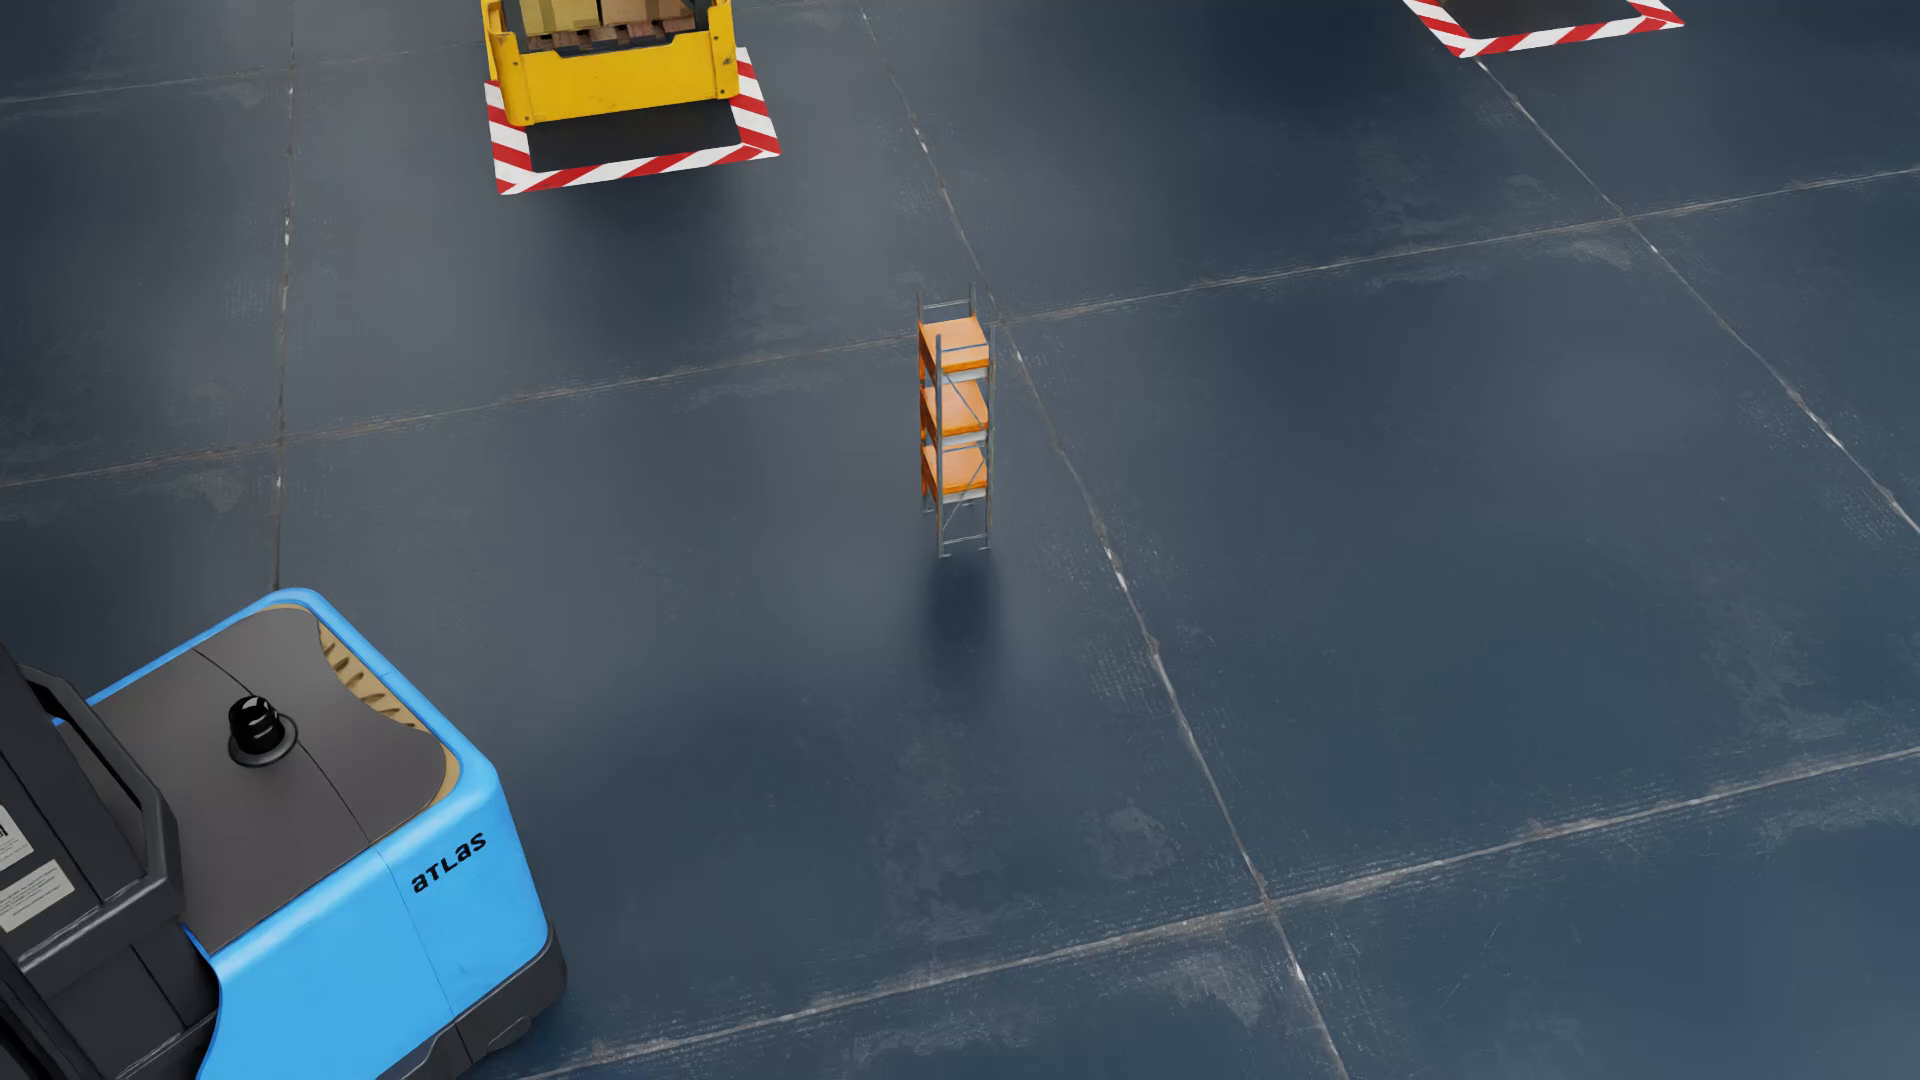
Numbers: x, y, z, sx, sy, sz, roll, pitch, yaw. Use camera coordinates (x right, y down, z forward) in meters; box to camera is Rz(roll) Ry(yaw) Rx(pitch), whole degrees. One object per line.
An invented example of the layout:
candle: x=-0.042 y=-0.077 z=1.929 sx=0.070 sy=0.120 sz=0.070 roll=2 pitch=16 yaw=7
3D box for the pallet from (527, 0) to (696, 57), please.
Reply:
pallet: x=-1.962 y=-2.882 z=8.926 sx=1.003 sy=0.211 sz=1.213 roll=-11 pitch=47 yaw=-10

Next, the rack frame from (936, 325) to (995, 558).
rack frame: x=0.018 y=-0.320 z=5.829 sx=0.200 sy=1.050 sz=0.008 roll=-11 pitch=47 yaw=-10

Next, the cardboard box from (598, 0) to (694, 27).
cardboard box: x=-1.648 y=-2.933 z=8.655 sx=0.500 sy=0.250 sz=0.500 roll=-11 pitch=47 yaw=-10

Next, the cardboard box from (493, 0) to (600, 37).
cardboard box: x=-2.148 y=-2.838 z=8.563 sx=0.500 sy=0.250 sz=0.500 roll=-11 pitch=47 yaw=-10

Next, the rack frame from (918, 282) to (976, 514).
rack frame: x=-0.045 y=-0.489 z=5.994 sx=0.200 sy=1.050 sz=0.008 roll=-11 pitch=47 yaw=-10

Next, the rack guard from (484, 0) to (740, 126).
rack guard: x=-1.719 y=-2.446 z=8.297 sx=1.175 sy=0.500 sz=0.348 roll=-11 pitch=47 yaw=-10

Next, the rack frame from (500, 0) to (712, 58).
rack frame: x=-1.725 y=-3.338 z=7.421 sx=1.000 sy=3.000 sz=0.127 roll=-11 pitch=47 yaw=-10

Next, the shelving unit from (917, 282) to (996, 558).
shelving unit: x=-0.014 y=-0.404 z=5.911 sx=0.215 sy=1.050 sz=0.252 roll=-11 pitch=47 yaw=-10

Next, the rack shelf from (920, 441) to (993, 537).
rack shelf: x=-0.014 y=-0.202 z=6.117 sx=0.215 sy=0.259 sz=0.240 roll=-11 pitch=47 yaw=-10

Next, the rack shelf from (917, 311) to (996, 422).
rack shelf: x=-0.014 y=-0.596 z=5.716 sx=0.215 sy=0.259 sz=0.240 roll=-11 pitch=47 yaw=-10

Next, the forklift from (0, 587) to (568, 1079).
forklift: x=-2.546 y=0.823 z=3.391 sx=1.130 sy=2.935 sz=3.031 roll=35 pitch=55 yaw=29

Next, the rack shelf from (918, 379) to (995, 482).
rack shelf: x=-0.014 y=-0.397 z=5.919 sx=0.215 sy=0.259 sz=0.240 roll=-11 pitch=47 yaw=-10
